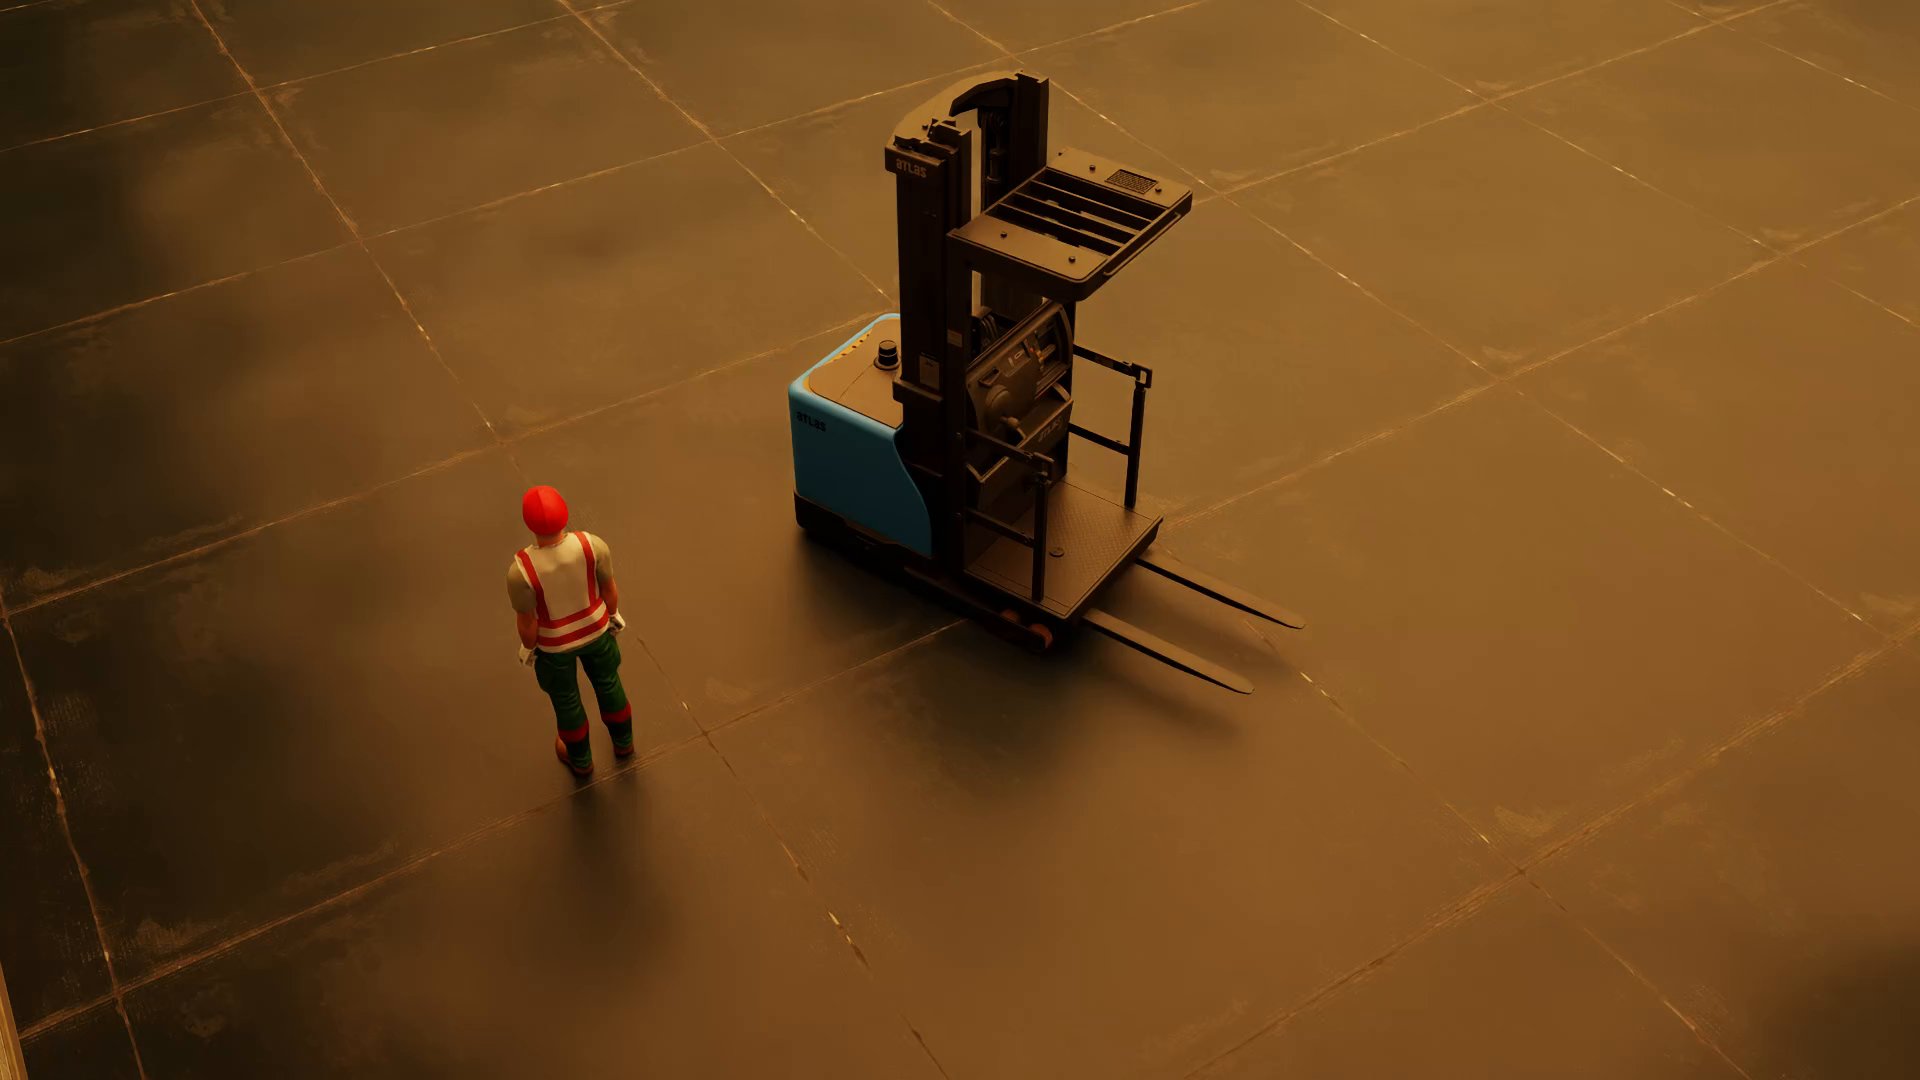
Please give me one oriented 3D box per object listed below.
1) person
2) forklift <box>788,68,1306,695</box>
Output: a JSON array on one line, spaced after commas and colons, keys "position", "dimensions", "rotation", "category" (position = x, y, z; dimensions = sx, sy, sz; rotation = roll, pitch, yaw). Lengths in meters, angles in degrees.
[{"position": [-1.934, 0.444, 8.229], "dimensions": [0.542, 1.795, 0.346], "rotation": [-22, 46, -23], "category": "person"}, {"position": [0.496, -0.872, 8.869], "dimensions": [3.031, 2.935, 1.130], "rotation": [25, 47, 26], "category": "forklift"}]
